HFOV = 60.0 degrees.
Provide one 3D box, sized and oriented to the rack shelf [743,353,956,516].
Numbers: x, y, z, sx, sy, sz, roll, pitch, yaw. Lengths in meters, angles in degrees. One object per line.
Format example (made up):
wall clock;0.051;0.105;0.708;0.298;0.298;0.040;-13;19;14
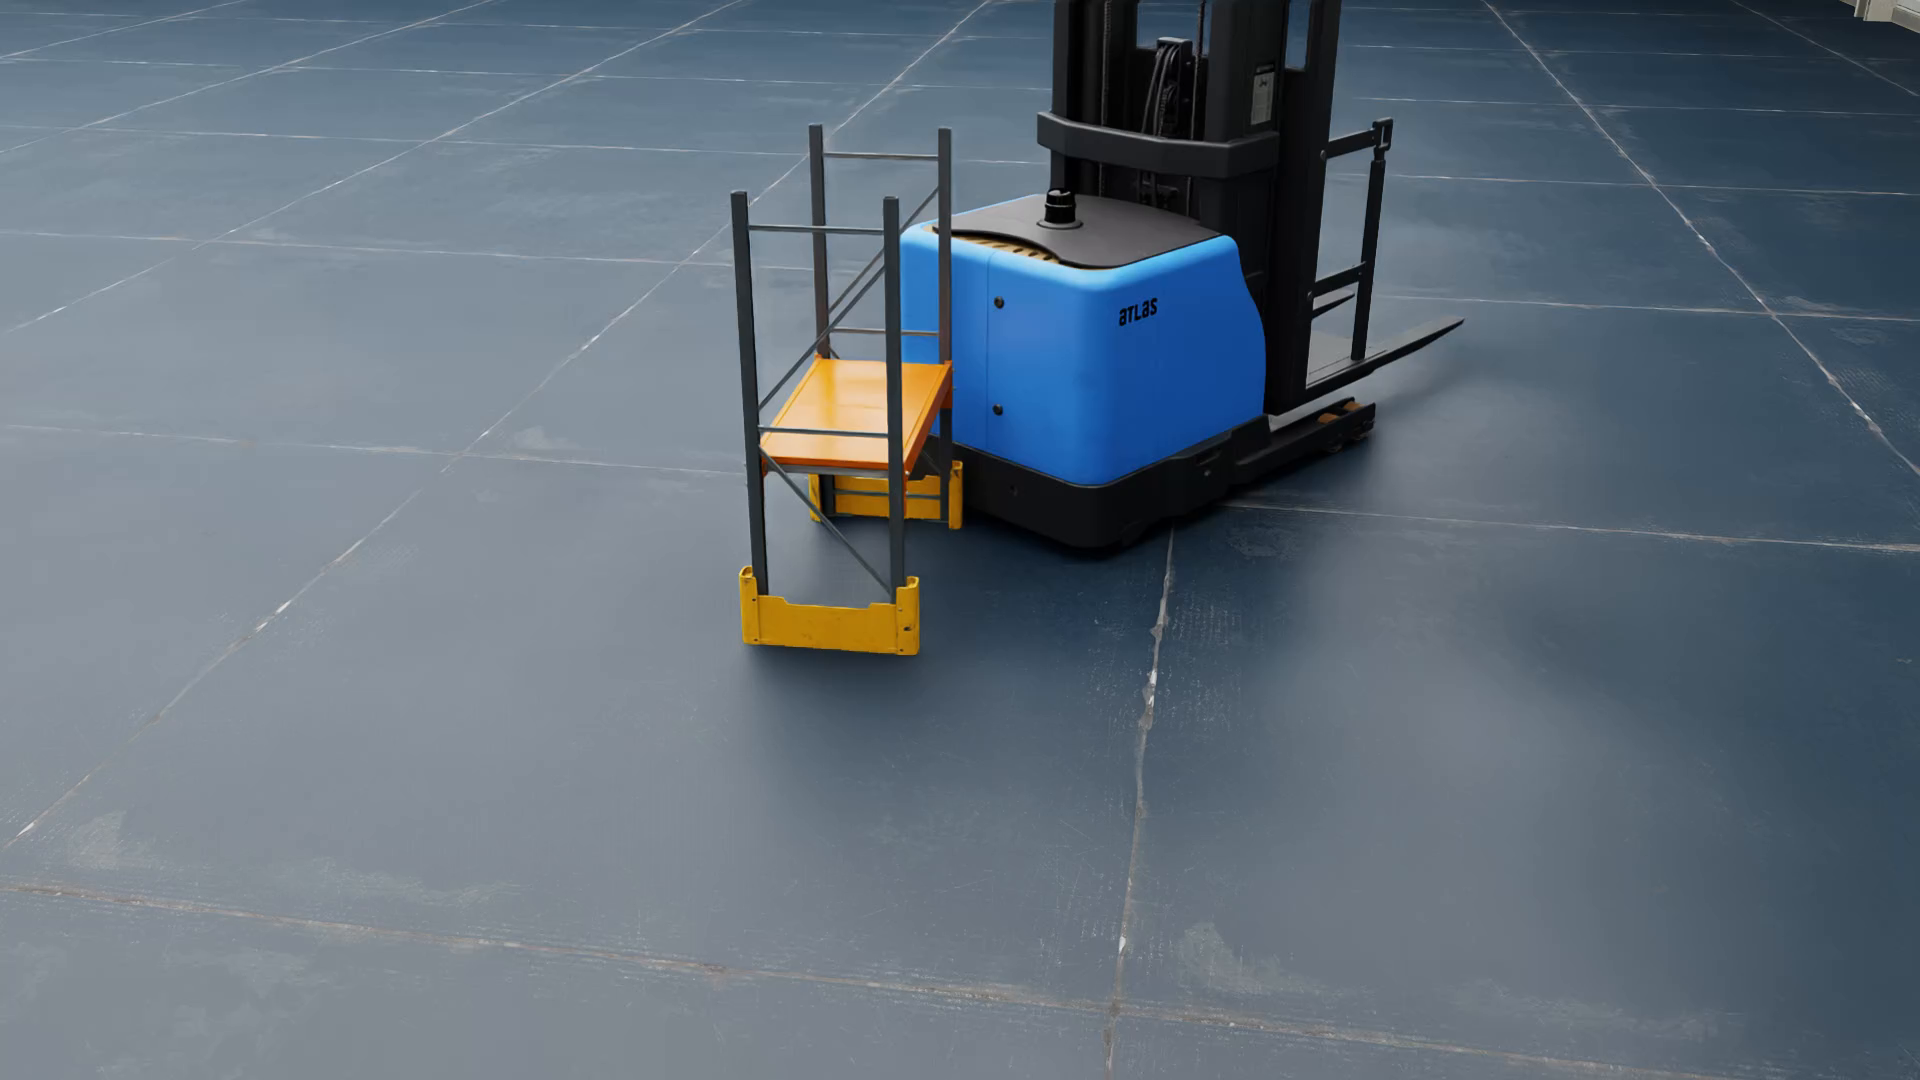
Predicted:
rack shelf;-0.353;-0.384;5.725;0.538;0.185;1.000;4;25;8

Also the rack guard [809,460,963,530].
rack guard;-0.282;-0.186;6.352;0.587;0.250;0.087;4;25;8

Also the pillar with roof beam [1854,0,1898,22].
pillar with roof beam;6.144;-10.301;17.641;9.100;9.000;0.400;4;25;9

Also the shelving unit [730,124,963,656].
shelving unit;-0.354;-0.543;5.640;0.587;1.500;1.083;4;25;8

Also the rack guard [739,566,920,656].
rack guard;-0.427;0.232;5.459;0.587;0.250;0.087;4;25;8

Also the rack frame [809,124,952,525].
rack frame;-0.279;-0.760;6.104;0.500;1.500;0.032;4;25;8

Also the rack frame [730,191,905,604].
rack frame;-0.427;-0.333;5.193;0.500;1.500;0.032;4;25;8

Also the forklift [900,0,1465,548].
forklift;1.143;-1.830;6.703;1.130;2.935;3.031;22;33;39
